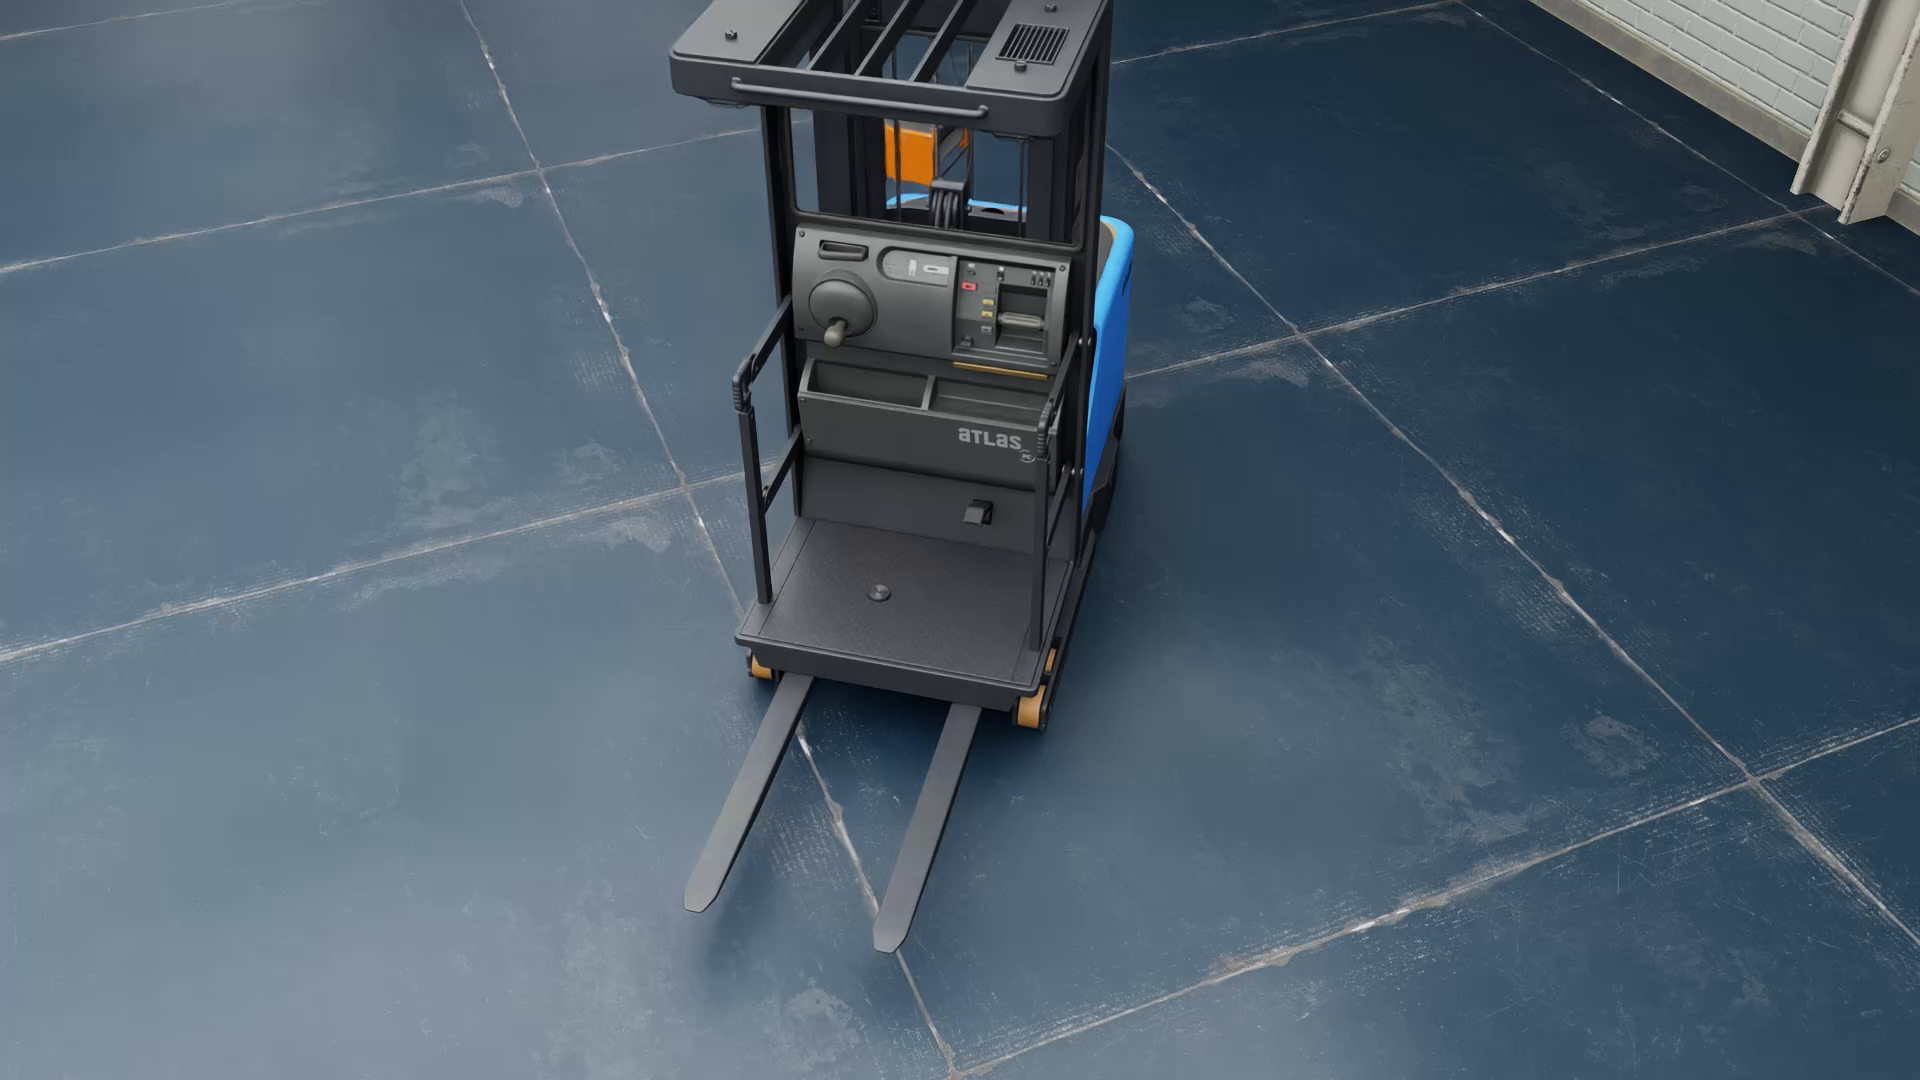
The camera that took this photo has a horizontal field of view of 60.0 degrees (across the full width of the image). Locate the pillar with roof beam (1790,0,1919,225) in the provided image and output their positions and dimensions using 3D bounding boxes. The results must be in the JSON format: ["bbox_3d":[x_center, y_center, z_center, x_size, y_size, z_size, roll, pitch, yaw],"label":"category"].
[{"bbox_3d":[0.696,-4.137,4.659,9.100,9.000,0.400,-15,43,-17],"label":"pillar with roof beam"}]

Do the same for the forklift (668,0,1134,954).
[{"bbox_3d":[-0.153,-0.716,5.335,1.130,2.935,3.031,9,42,11],"label":"forklift"}]

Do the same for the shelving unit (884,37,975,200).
[{"bbox_3d":[-0.246,-1.643,7.044,0.503,2.100,0.431,15,42,17],"label":"shelving unit"}]

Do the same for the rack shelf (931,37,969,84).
[{"bbox_3d":[-0.247,-2.169,6.603,0.480,0.518,0.431,15,42,17],"label":"rack shelf"}]

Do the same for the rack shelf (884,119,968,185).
[{"bbox_3d":[-0.246,-1.633,7.053,0.480,0.518,0.431,15,42,17],"label":"rack shelf"}]

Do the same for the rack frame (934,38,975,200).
[{"bbox_3d":[-0.021,-1.583,6.972,0.015,2.100,0.400,15,42,17],"label":"rack frame"}]
